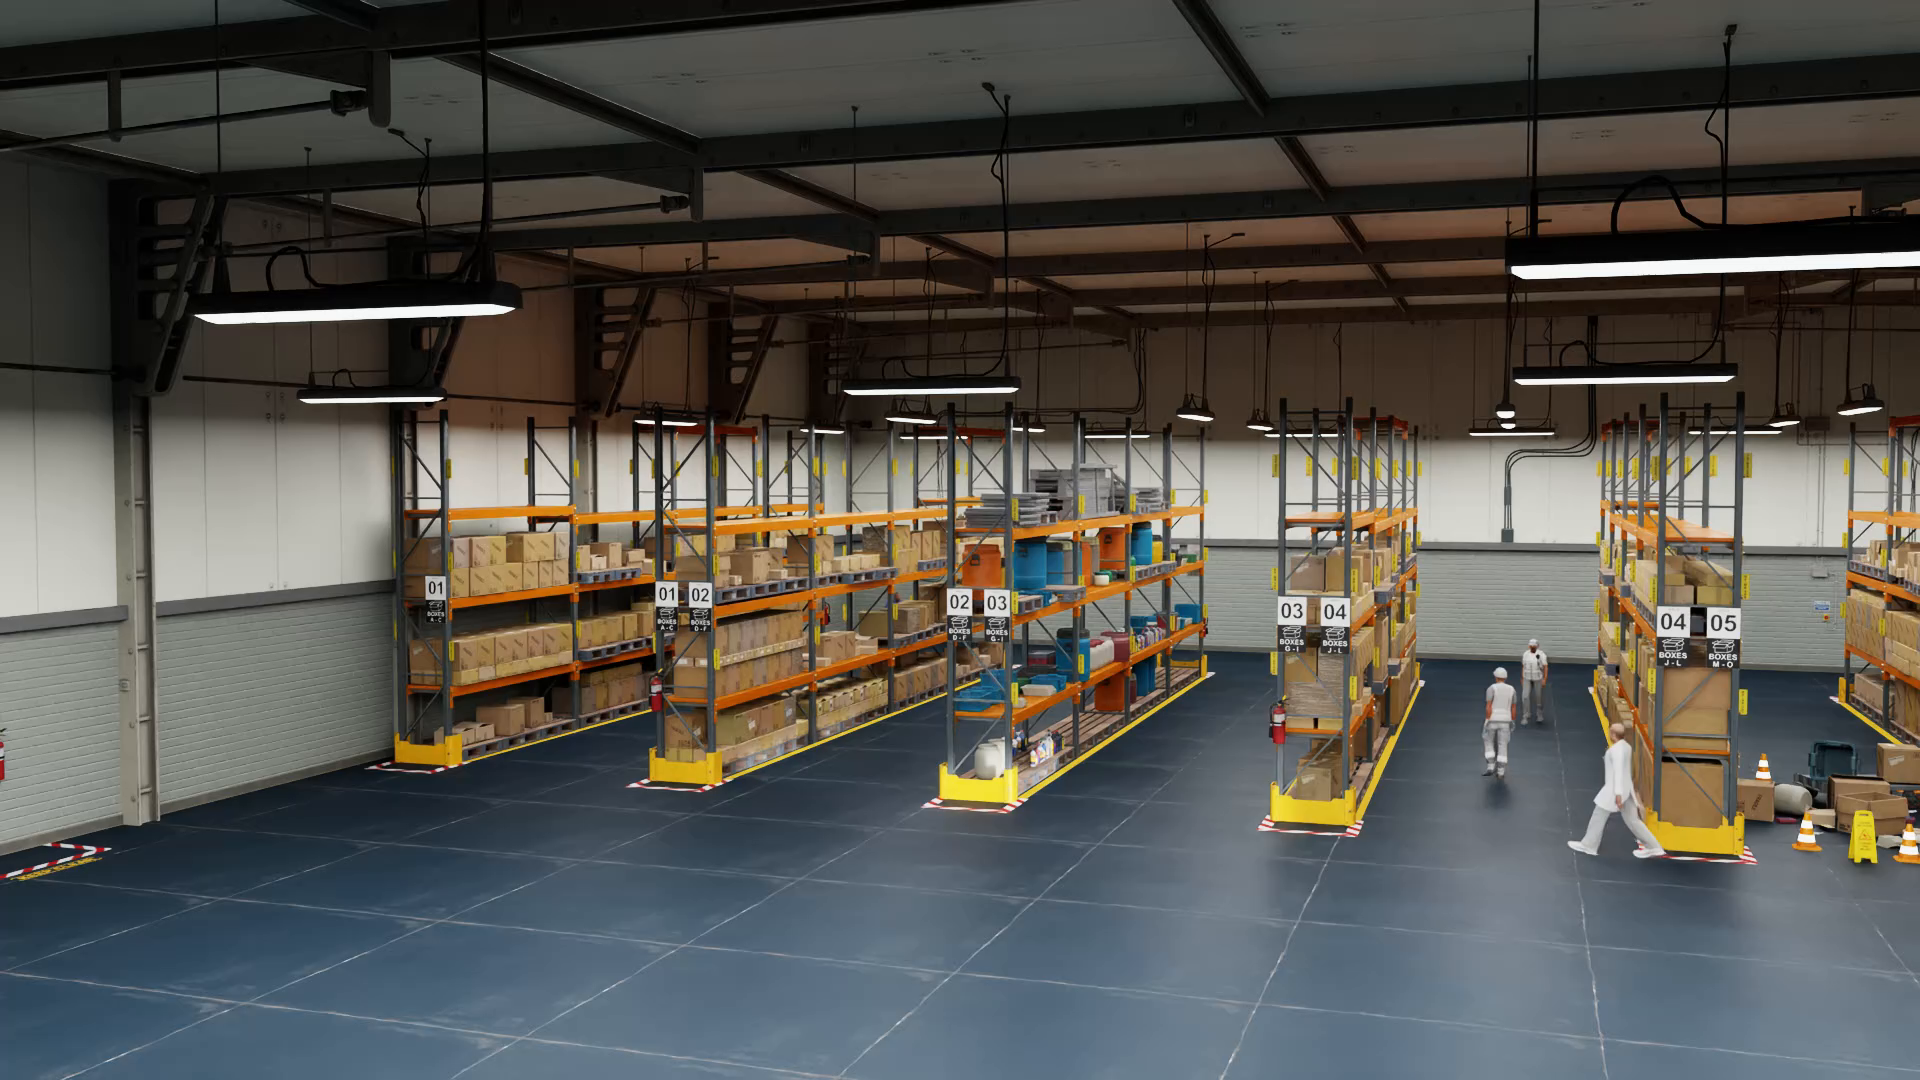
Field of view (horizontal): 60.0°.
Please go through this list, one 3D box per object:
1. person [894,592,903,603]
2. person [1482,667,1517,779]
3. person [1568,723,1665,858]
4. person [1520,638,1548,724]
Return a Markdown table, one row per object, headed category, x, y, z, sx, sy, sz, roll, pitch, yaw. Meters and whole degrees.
| category | x | y | z | sx | sy | sz | roll | pitch | yaw |
| --- | --- | --- | --- | --- | --- | --- | --- | --- | --- |
| person | -1.752 | 2.223 | 45.710 | 0.446 | 1.614 | 0.861 | -2 | 3 | -36 |
| person | 8.721 | 2.967 | 26.852 | 0.538 | 1.807 | 0.542 | 0 | 2 | 9 |
| person | 8.449 | 3.218 | 21.361 | 1.153 | 1.728 | 0.684 | 2 | 3 | 43 |
| person | 11.303 | 2.773 | 32.761 | 0.539 | 1.675 | 0.657 | 2 | 3 | 36 |
